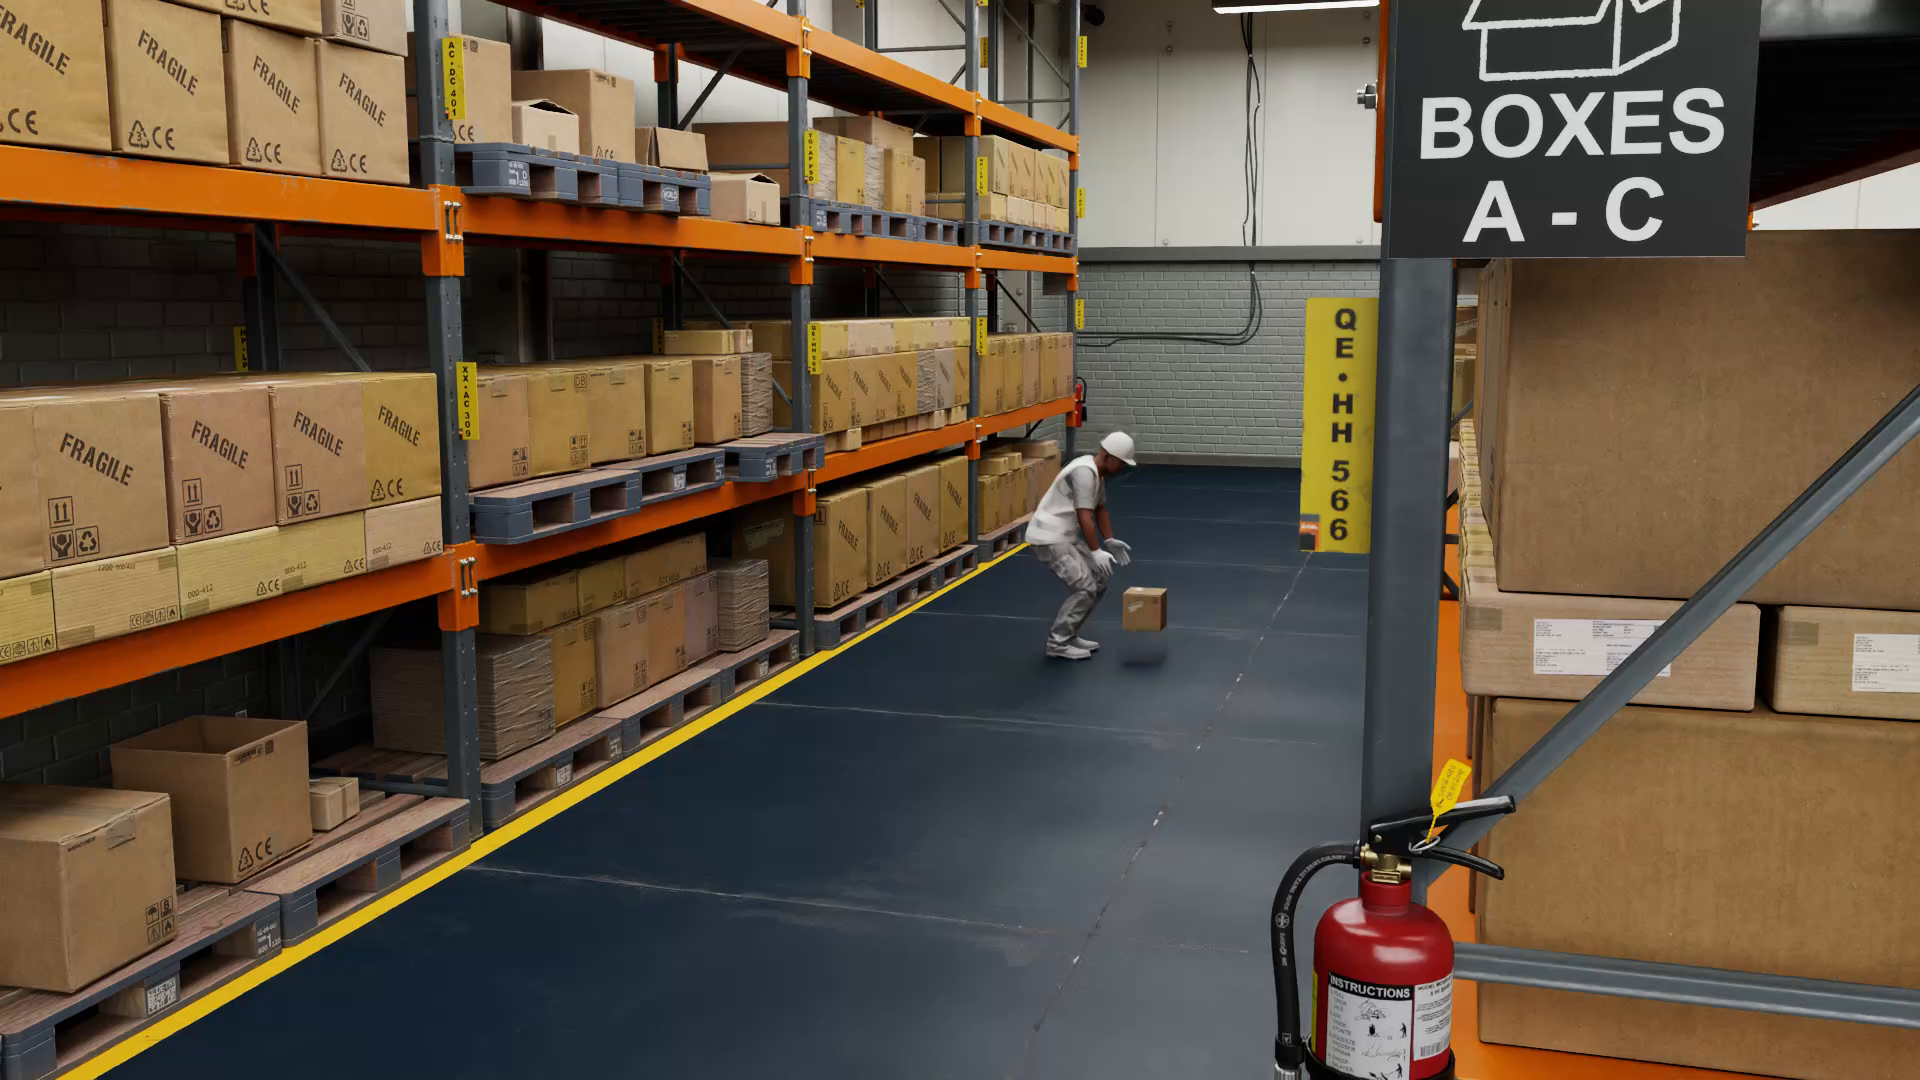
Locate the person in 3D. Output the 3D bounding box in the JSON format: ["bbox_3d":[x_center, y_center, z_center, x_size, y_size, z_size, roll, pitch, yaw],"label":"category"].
[{"bbox_3d":[0.811,0.021,11.115,0.717,1.498,0.610,2,9,16],"label":"person"}]
